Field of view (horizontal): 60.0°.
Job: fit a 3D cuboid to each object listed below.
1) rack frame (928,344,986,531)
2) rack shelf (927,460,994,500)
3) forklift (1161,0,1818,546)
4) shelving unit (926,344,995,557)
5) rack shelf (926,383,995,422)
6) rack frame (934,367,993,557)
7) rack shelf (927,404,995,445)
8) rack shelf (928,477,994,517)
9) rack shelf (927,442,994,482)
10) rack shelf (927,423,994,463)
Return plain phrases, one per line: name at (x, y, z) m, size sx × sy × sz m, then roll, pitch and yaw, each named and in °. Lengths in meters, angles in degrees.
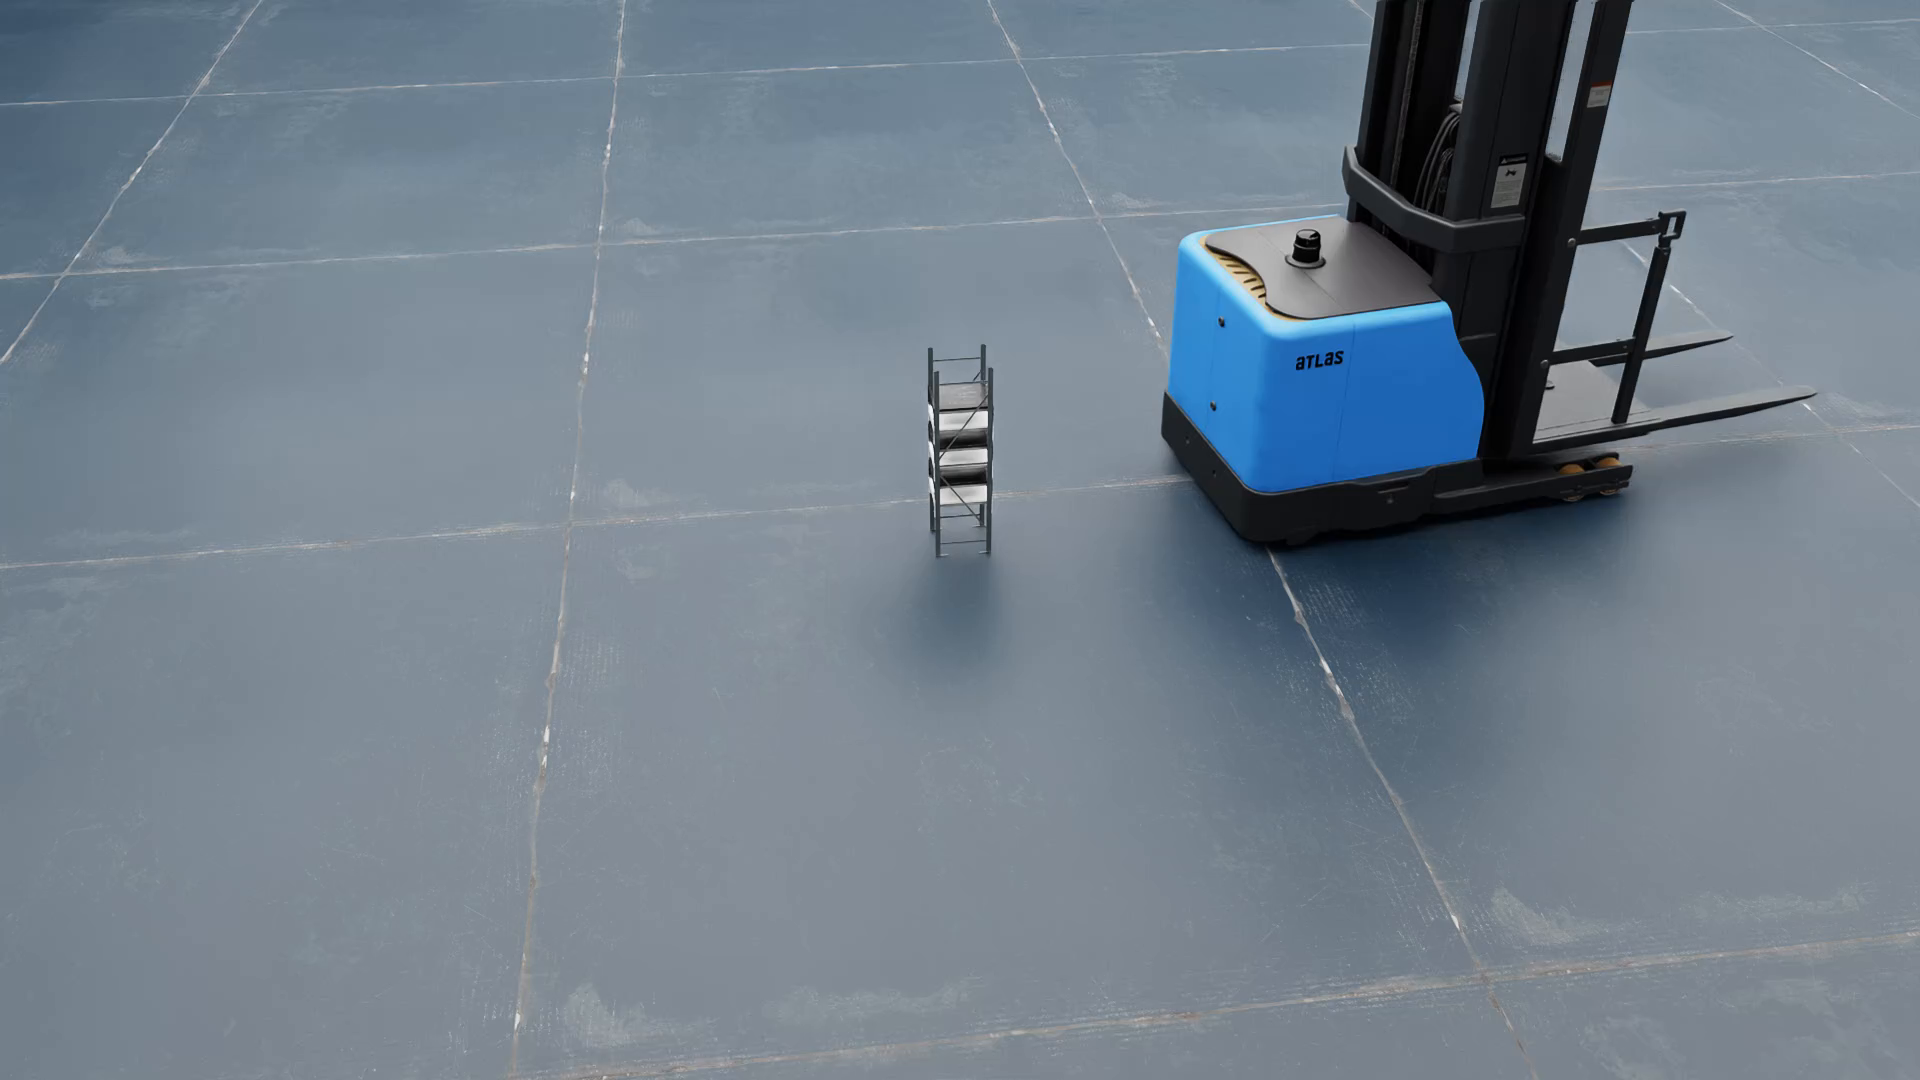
rack frame at (-0.013, -0.424, 7.073) m, size 0.240 × 0.900 × 0.006 m, roll -4°, pitch 35°, yaw -6°
rack shelf at (0.001, -0.265, 7.059) m, size 0.258 × 0.077 × 0.200 m, roll -4°, pitch 35°, yaw -6°
forklift at (2.525, -1.659, 7.081) m, size 3.031 × 2.935 × 1.130 m, roll -10°, pitch 35°, yaw -14°
shelving unit at (0.001, -0.367, 6.990) m, size 0.258 × 0.900 × 0.210 m, roll -4°, pitch 35°, yaw -6°
rack shelf at (0.001, -0.563, 6.857) m, size 0.258 × 0.077 × 0.200 m, roll -4°, pitch 35°, yaw -6°
rack frame at (0.015, -0.311, 6.907) m, size 0.240 × 0.900 × 0.006 m, roll -4°, pitch 35°, yaw -6°
rack shelf at (0.001, -0.489, 6.907) m, size 0.258 × 0.077 × 0.200 m, roll -4°, pitch 35°, yaw -6°
rack shelf at (0.001, -0.191, 7.110) m, size 0.258 × 0.077 × 0.200 m, roll -4°, pitch 35°, yaw -6°
rack shelf at (0.001, -0.340, 7.009) m, size 0.258 × 0.077 × 0.200 m, roll -4°, pitch 35°, yaw -6°
rack shelf at (0.001, -0.414, 6.958) m, size 0.258 × 0.077 × 0.200 m, roll -4°, pitch 35°, yaw -6°
